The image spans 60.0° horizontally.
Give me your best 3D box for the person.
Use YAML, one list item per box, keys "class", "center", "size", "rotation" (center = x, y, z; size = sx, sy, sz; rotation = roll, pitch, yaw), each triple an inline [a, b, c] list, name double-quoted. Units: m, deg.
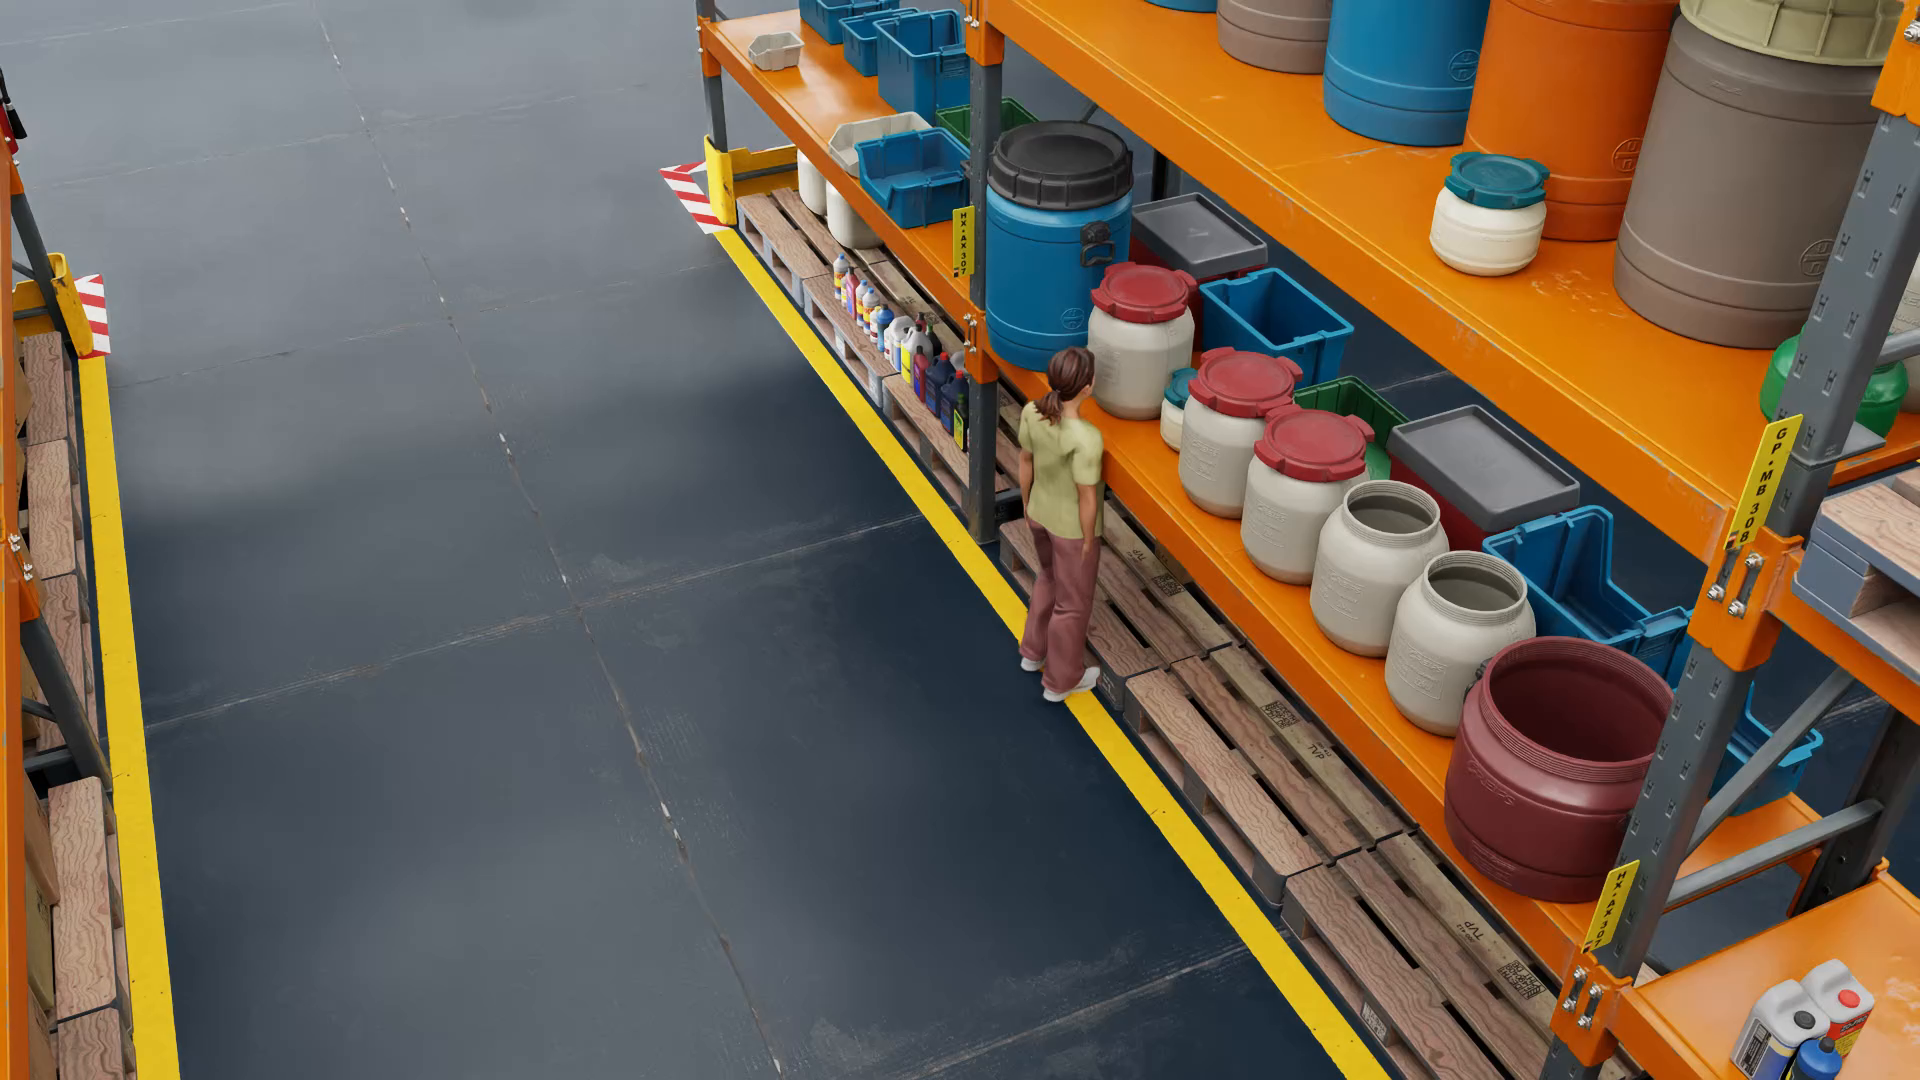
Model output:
- class: "person"
  center: [0.440, -0.072, 6.955]
  size: [0.356, 1.679, 0.440]
  rotation: [-27, 45, -30]
